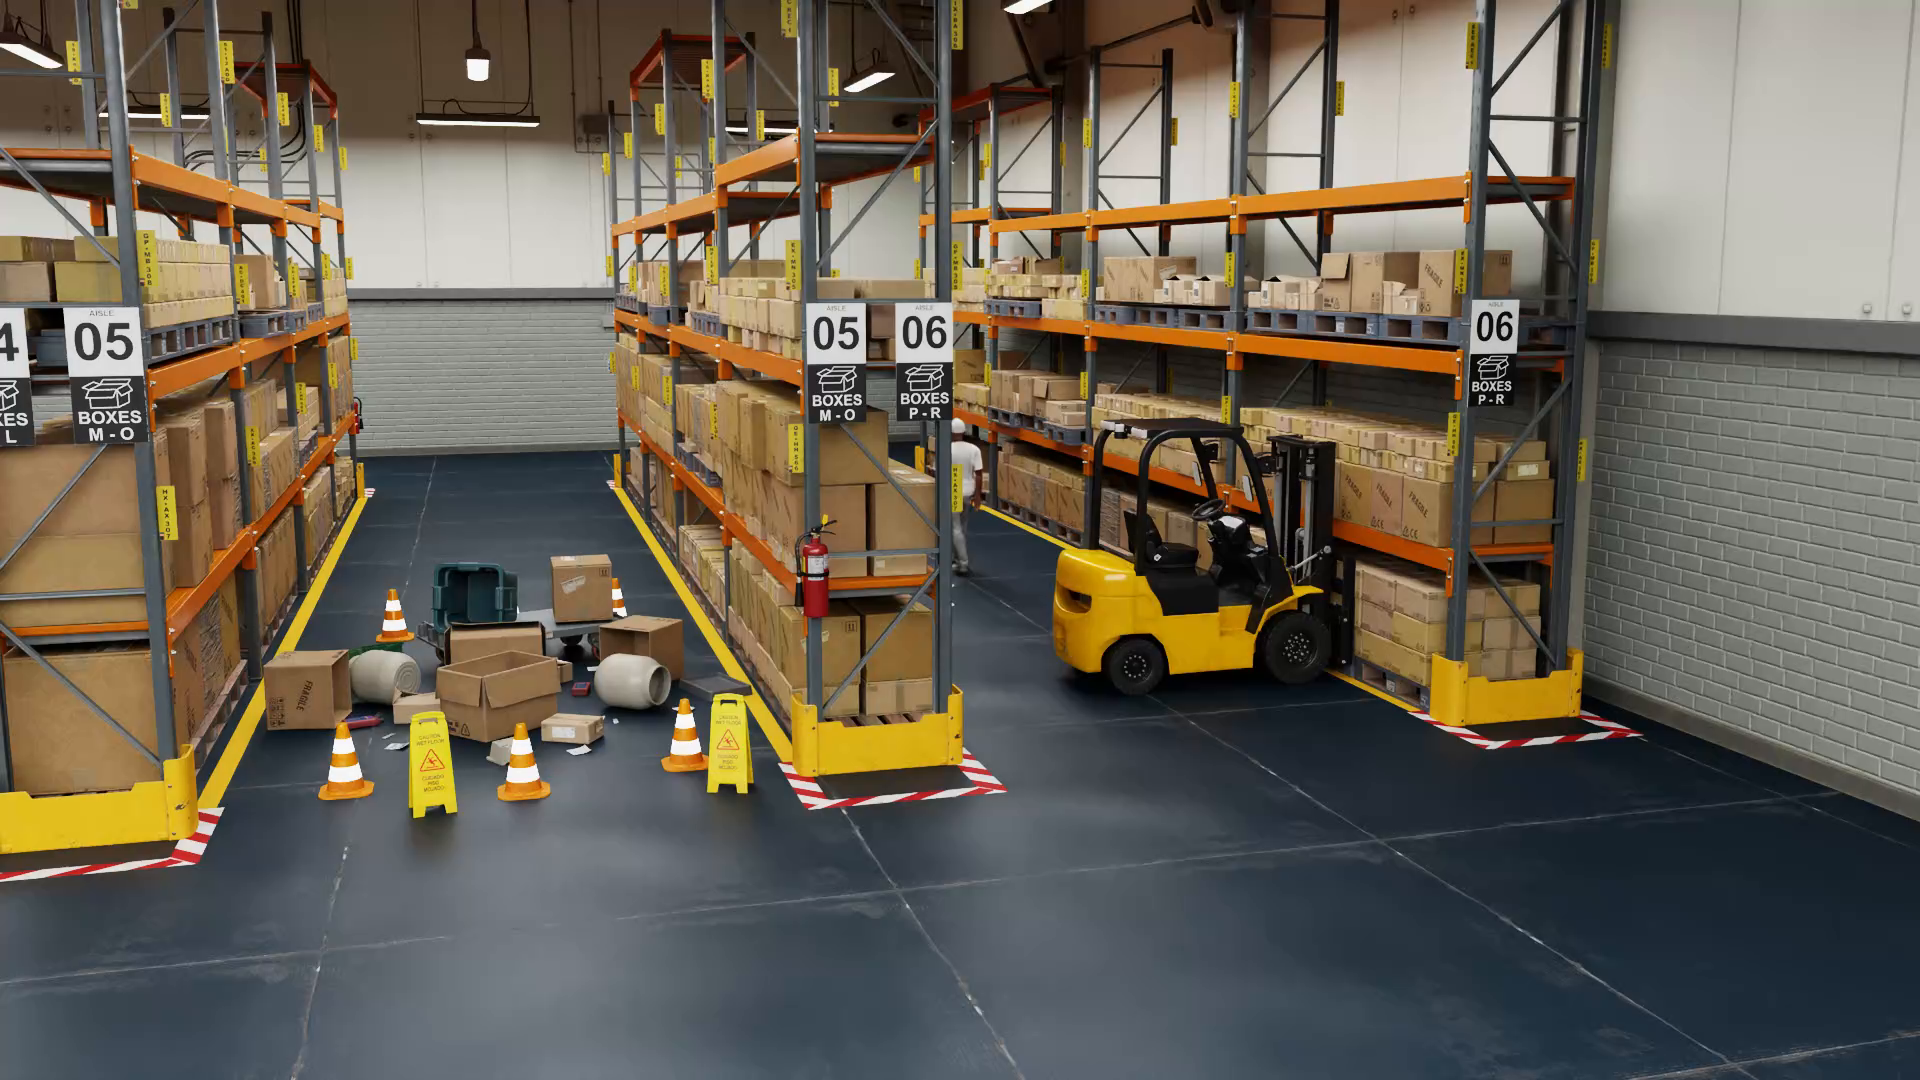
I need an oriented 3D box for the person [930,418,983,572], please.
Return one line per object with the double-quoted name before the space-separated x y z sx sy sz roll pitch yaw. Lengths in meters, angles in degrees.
"person" -0.090 -0.540 19.051 0.571 1.736 0.928 -4 10 -22
